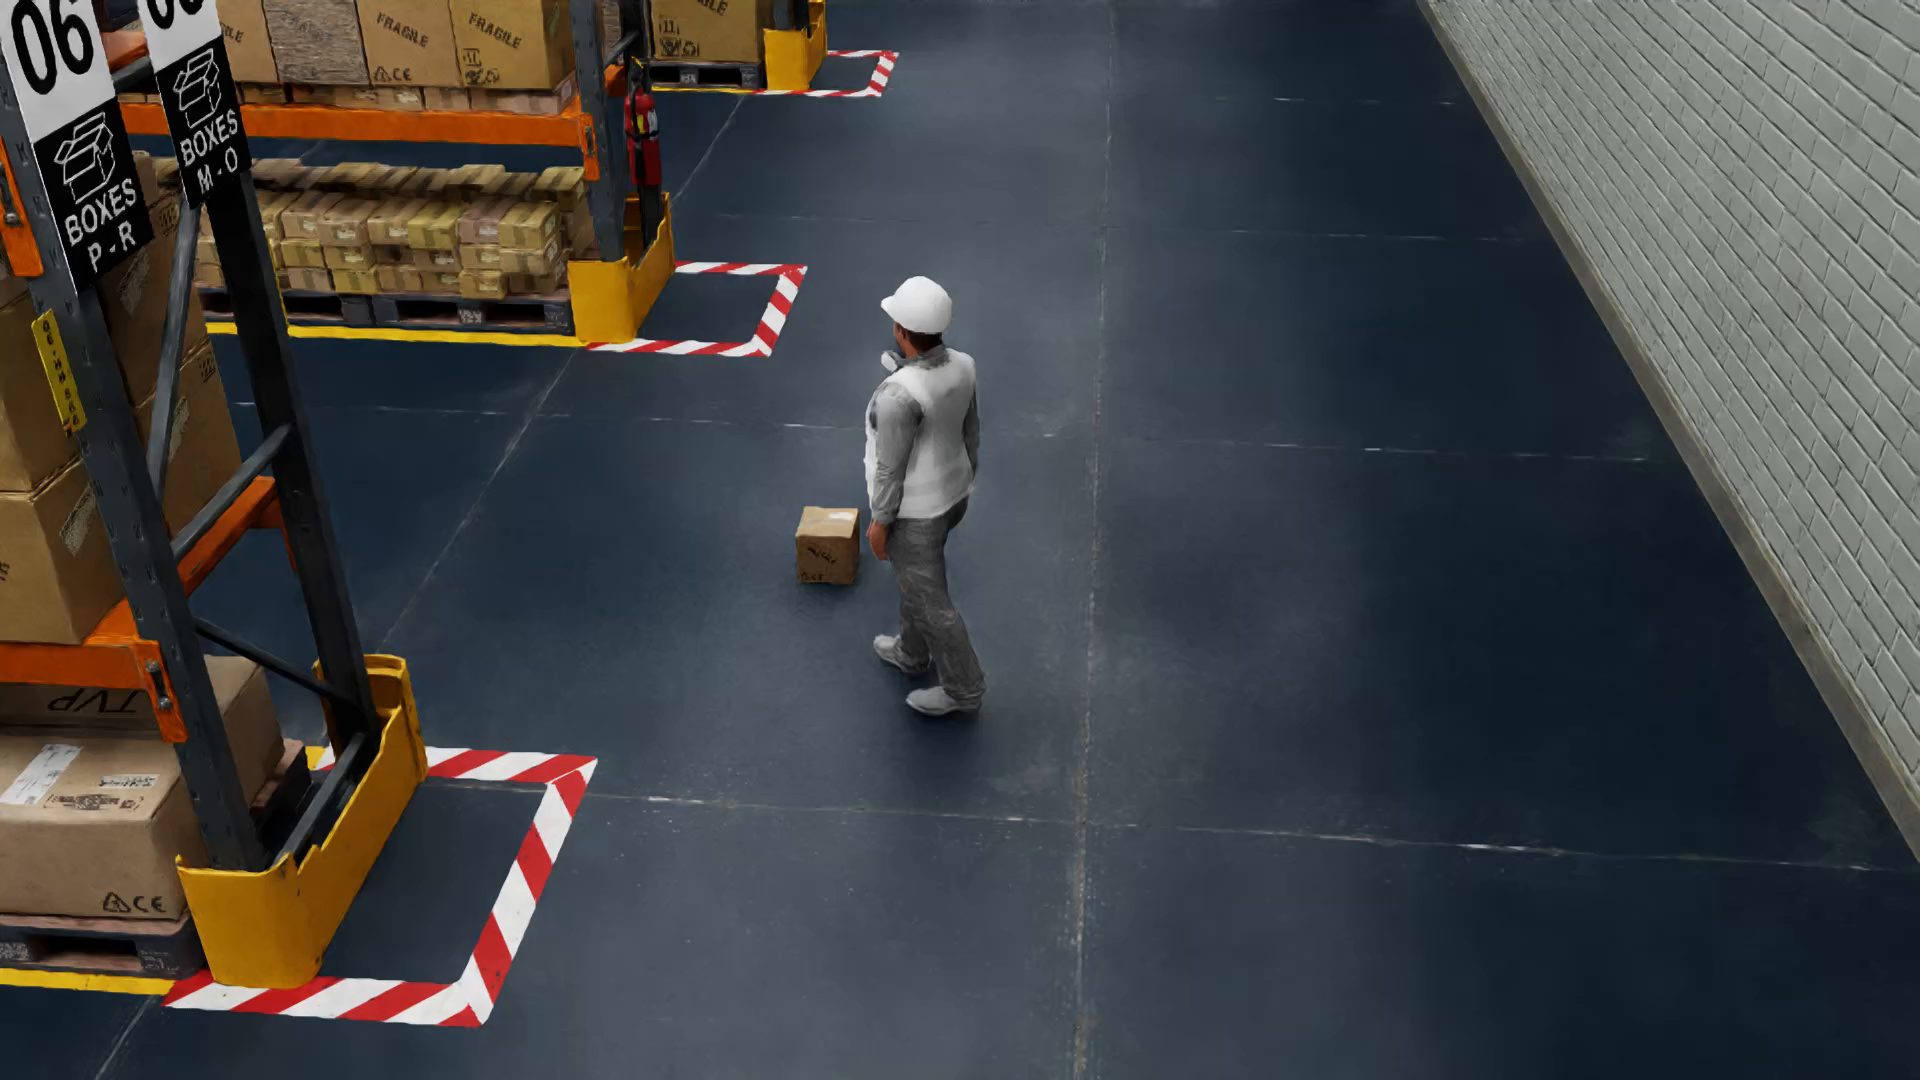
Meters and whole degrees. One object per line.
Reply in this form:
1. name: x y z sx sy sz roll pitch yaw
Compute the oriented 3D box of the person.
1. person: -0.151 -0.158 6.361 0.638 1.776 0.560 17 36 26
